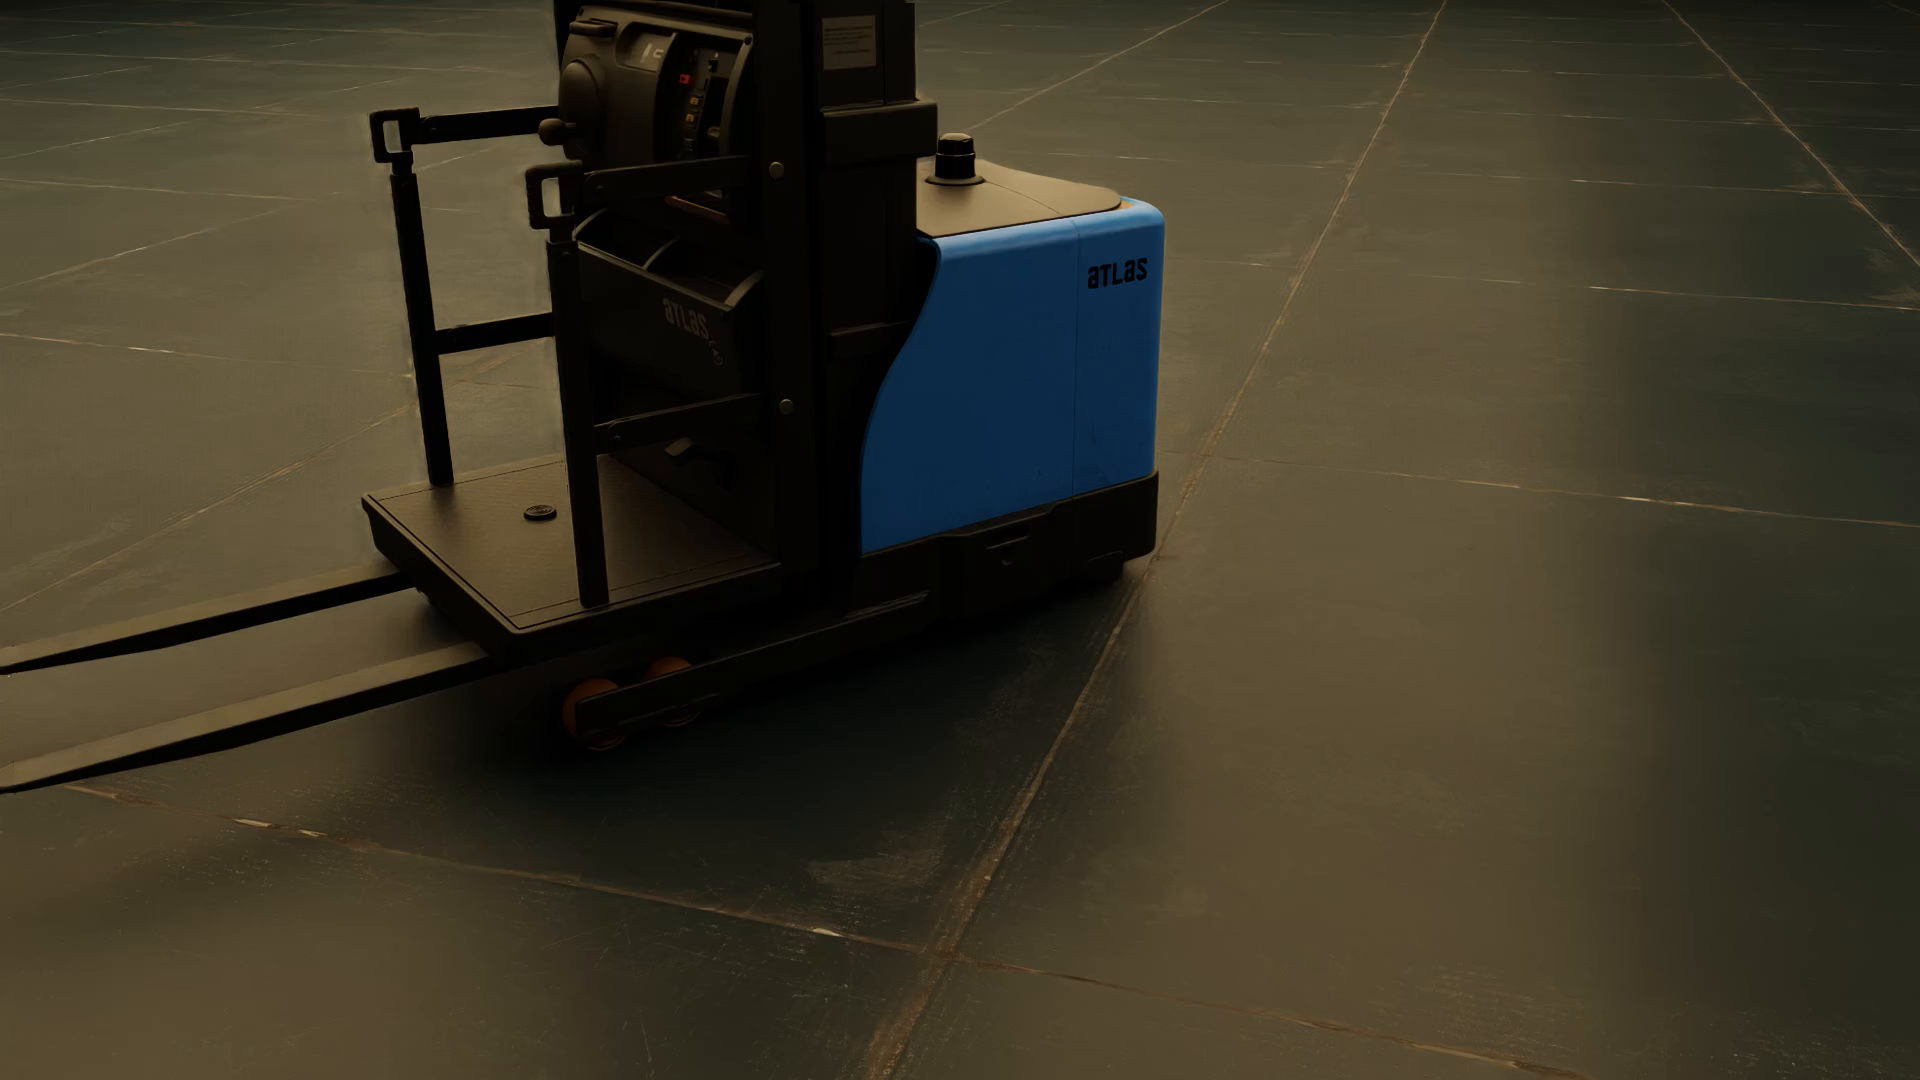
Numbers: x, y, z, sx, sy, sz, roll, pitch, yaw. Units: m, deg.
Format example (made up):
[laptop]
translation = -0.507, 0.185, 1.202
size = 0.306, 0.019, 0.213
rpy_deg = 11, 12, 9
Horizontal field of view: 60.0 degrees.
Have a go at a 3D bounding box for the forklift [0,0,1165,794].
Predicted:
[forklift]
translation = -0.916, -1.087, 3.913
size = 3.031, 2.935, 1.130
rpy_deg = -16, 27, -33
